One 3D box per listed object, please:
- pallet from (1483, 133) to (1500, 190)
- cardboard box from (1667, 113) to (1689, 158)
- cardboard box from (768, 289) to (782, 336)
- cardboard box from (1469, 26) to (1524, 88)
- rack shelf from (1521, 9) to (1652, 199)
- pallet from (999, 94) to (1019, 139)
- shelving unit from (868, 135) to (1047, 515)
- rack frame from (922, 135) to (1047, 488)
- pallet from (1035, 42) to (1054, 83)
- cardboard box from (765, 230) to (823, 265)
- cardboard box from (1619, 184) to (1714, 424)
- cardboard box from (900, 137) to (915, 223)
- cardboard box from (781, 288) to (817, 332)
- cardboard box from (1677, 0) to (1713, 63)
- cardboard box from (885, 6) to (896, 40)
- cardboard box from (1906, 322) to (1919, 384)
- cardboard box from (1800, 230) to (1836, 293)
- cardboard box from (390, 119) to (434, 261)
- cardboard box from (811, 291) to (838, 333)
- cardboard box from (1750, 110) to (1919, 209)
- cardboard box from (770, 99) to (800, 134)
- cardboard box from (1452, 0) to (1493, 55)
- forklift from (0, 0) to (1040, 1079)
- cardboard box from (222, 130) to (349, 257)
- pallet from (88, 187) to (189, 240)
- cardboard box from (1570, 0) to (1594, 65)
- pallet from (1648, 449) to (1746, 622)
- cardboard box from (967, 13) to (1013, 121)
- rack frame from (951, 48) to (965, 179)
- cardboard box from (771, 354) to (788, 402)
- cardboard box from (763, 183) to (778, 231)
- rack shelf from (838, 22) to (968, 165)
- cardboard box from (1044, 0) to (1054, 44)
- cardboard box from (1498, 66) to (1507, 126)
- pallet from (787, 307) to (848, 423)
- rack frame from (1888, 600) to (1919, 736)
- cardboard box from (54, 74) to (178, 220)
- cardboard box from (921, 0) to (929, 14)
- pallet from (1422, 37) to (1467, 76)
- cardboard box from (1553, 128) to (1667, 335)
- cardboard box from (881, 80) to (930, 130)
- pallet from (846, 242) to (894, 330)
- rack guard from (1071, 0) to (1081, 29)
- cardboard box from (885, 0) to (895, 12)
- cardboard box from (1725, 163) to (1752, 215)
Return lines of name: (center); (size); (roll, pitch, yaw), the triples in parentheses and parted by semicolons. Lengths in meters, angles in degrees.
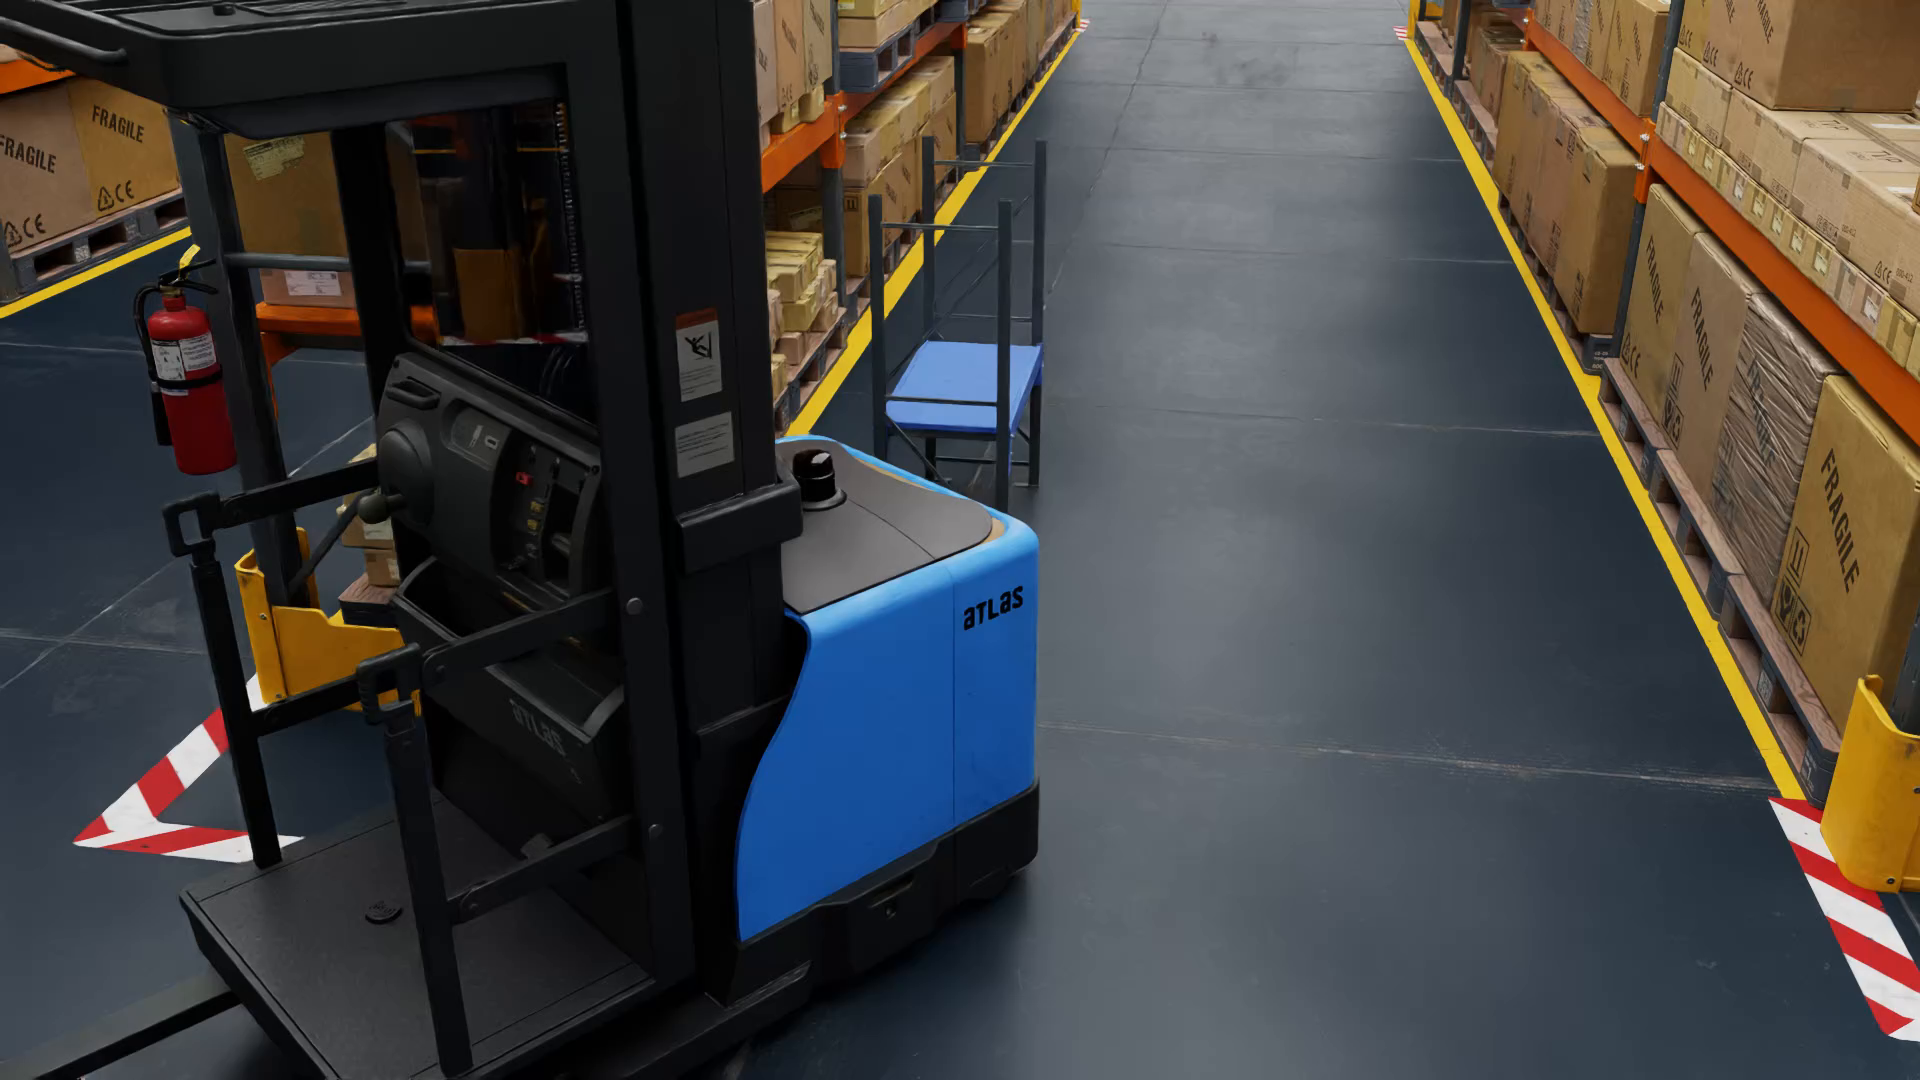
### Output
pallet: (4.540, -2.832, 12.551); (1.003, 0.211, 1.213); (4, 25, 9)
cardboard box: (3.338, -1.771, 7.291); (0.380, 0.149, 0.250); (3, 25, 7)
cardboard box: (-1.029, -1.046, 7.611); (0.380, 0.149, 0.250); (3, 25, 6)
cardboard box: (4.943, -4.253, 14.727); (0.700, 0.500, 0.500); (2, 25, 4)
rack shelf: (4.084, -2.606, 9.627); (1.077, 0.370, 4.000); (4, 25, 9)
pallet: (-0.061, -3.724, 14.458); (1.003, 0.211, 1.213); (4, 25, 9)
shelving unit: (0.014, -0.715, 6.508); (0.538, 1.500, 1.048); (4, 25, 9)
rack frame: (0.097, -0.928, 6.962); (0.500, 1.500, 0.032); (4, 25, 9)
pallet: (0.390, -4.877, 16.919); (1.003, 0.211, 1.213); (4, 25, 9)
cardboard box: (-0.920, -1.483, 8.545); (0.380, 0.149, 0.250); (5, 25, 10)
cardboard box: (3.571, -1.053, 7.471); (0.875, 0.875, 0.875); (4, 25, 9)
cardboard box: (-0.580, -2.271, 10.517); (0.500, 0.500, 0.500); (4, 25, 9)
cardboard box: (-0.915, -1.134, 8.150); (0.380, 0.149, 0.250); (3, 25, 7)
cardboard box: (3.427, -2.319, 7.107); (0.500, 0.500, 0.500); (4, 25, 9)
cardboard box: (-0.561, -2.807, 9.009); (0.380, 0.149, 0.250); (4, 25, 9)
cardboard box: (2.837, -0.480, 4.534); (0.380, 0.149, 0.250); (5, 25, 10)
cardboard box: (3.003, -0.907, 5.447); (0.380, 0.149, 0.250); (3, 25, 7)
cardboard box: (-1.427, -1.157, 5.214); (0.500, 0.500, 0.500); (5, 26, 11)
cardboard box: (-0.847, -1.192, 8.627); (0.380, 0.149, 0.250); (4, 25, 9)
cardboard box: (3.169, -1.353, 5.929); (0.500, 0.250, 0.500); (4, 25, 9)
cardboard box: (-0.972, -2.009, 7.799); (0.380, 0.149, 0.250); (5, 26, 11)
cardboard box: (5.280, -5.169, 16.707); (0.500, 0.500, 0.500); (2, 25, 4)
forklift: (-1.203, -0.113, 3.535); (3.031, 2.935, 1.130); (-21, 33, -38)
cardboard box: (-1.953, -1.194, 5.293); (0.500, 0.500, 0.500); (5, 25, 10)
pallet: (-5.770, -2.358, 11.540); (1.003, 0.211, 1.213); (4, 25, 9)
cardboard box: (3.818, -2.990, 9.481); (0.500, 0.500, 0.500); (4, 25, 9)
pallet: (3.359, -0.008, 6.518); (1.003, 0.211, 1.213); (4, 25, 9)
cardboard box: (-0.138, -3.940, 13.787); (1.050, 0.750, 0.750); (4, 25, 9)
rack frame: (-0.465, -4.154, 12.086); (1.000, 3.000, 0.127); (4, 25, 9)
cardboard box: (-1.016, -0.760, 7.702); (0.380, 0.149, 0.250); (4, 25, 8)
cardboard box: (-1.247, -1.866, 9.652); (0.500, 0.500, 0.500); (4, 25, 8)
rack shelf: (-0.792, -2.992, 10.452); (1.077, 0.370, 4.000); (4, 25, 9)
cardboard box: (0.504, -5.690, 17.379); (0.875, 0.875, 0.875); (4, 25, 9)
cardboard box: (4.579, -3.350, 12.798); (0.700, 0.500, 0.500); (2, 25, 4)
pallet: (-1.194, -0.935, 8.498); (1.003, 0.211, 1.213); (4, 25, 9)
rack frame: (3.104, -0.422, 4.114); (1.000, 3.000, 0.127); (4, 25, 9)
cardboard box: (-5.857, -2.653, 10.890); (0.875, 0.875, 0.875); (5, 26, 10)
cardboard box: (-0.393, -3.237, 9.928); (0.380, 0.149, 0.250); (4, 25, 8)
pallet: (5.337, -4.973, 17.126); (1.003, 0.211, 1.213); (4, 25, 9)
cardboard box: (3.842, -1.592, 8.624); (1.225, 0.875, 0.875); (4, 25, 9)
cardboard box: (-0.489, -2.824, 10.814); (0.500, 0.250, 0.500); (5, 25, 10)
pallet: (-0.993, -1.544, 9.799); (1.003, 0.211, 1.213); (4, 25, 9)
rack guard: (0.846, -6.378, 19.786); (1.175, 0.500, 0.348); (4, 25, 9)
cardboard box: (-0.561, -2.934, 8.929); (0.380, 0.149, 0.250); (4, 25, 7)
cardboard box: (3.170, -1.339, 6.368); (0.380, 0.149, 0.250); (4, 25, 9)
